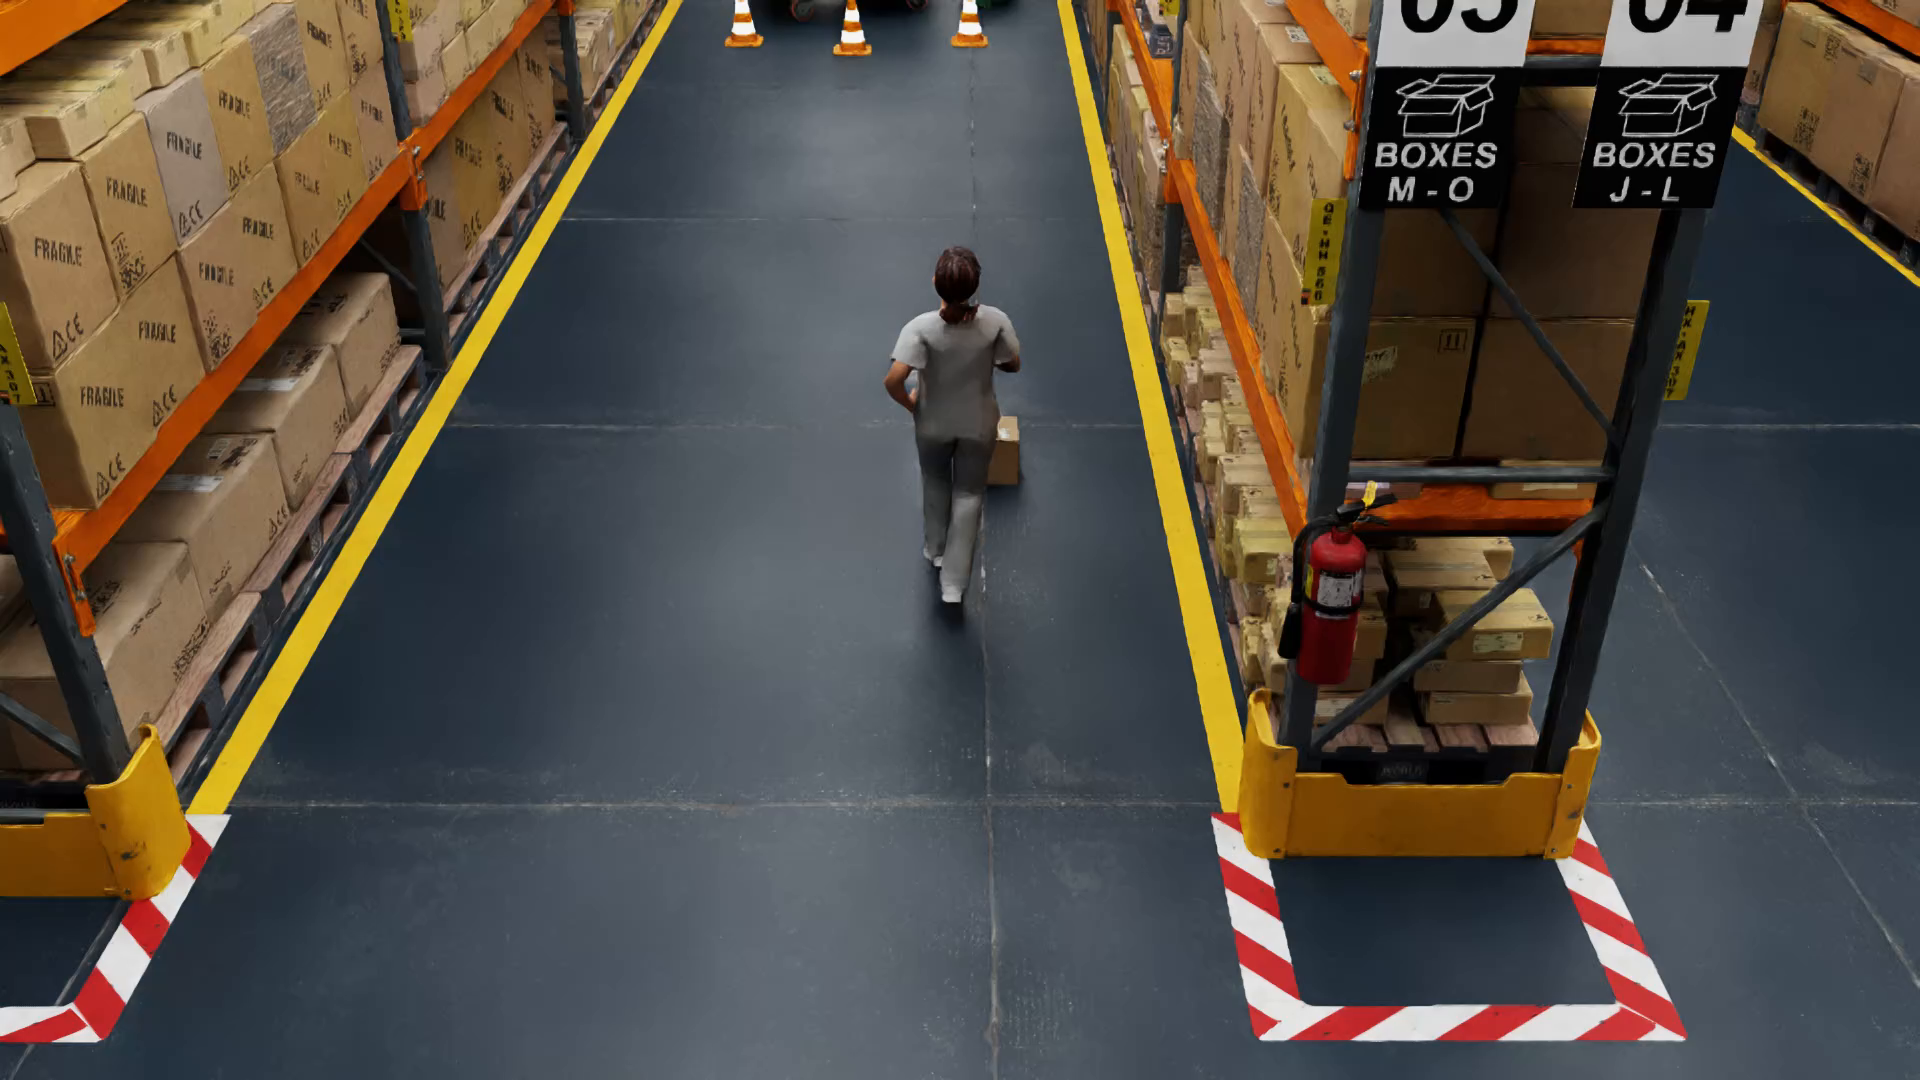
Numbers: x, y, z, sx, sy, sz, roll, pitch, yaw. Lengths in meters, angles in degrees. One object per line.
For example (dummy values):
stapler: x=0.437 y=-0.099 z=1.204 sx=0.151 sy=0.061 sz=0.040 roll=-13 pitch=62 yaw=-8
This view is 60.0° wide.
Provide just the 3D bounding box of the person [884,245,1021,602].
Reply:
person: x=-0.021 y=-0.495 z=6.979 sx=0.544 sy=1.663 sz=0.700 roll=1 pitch=32 yaw=1
